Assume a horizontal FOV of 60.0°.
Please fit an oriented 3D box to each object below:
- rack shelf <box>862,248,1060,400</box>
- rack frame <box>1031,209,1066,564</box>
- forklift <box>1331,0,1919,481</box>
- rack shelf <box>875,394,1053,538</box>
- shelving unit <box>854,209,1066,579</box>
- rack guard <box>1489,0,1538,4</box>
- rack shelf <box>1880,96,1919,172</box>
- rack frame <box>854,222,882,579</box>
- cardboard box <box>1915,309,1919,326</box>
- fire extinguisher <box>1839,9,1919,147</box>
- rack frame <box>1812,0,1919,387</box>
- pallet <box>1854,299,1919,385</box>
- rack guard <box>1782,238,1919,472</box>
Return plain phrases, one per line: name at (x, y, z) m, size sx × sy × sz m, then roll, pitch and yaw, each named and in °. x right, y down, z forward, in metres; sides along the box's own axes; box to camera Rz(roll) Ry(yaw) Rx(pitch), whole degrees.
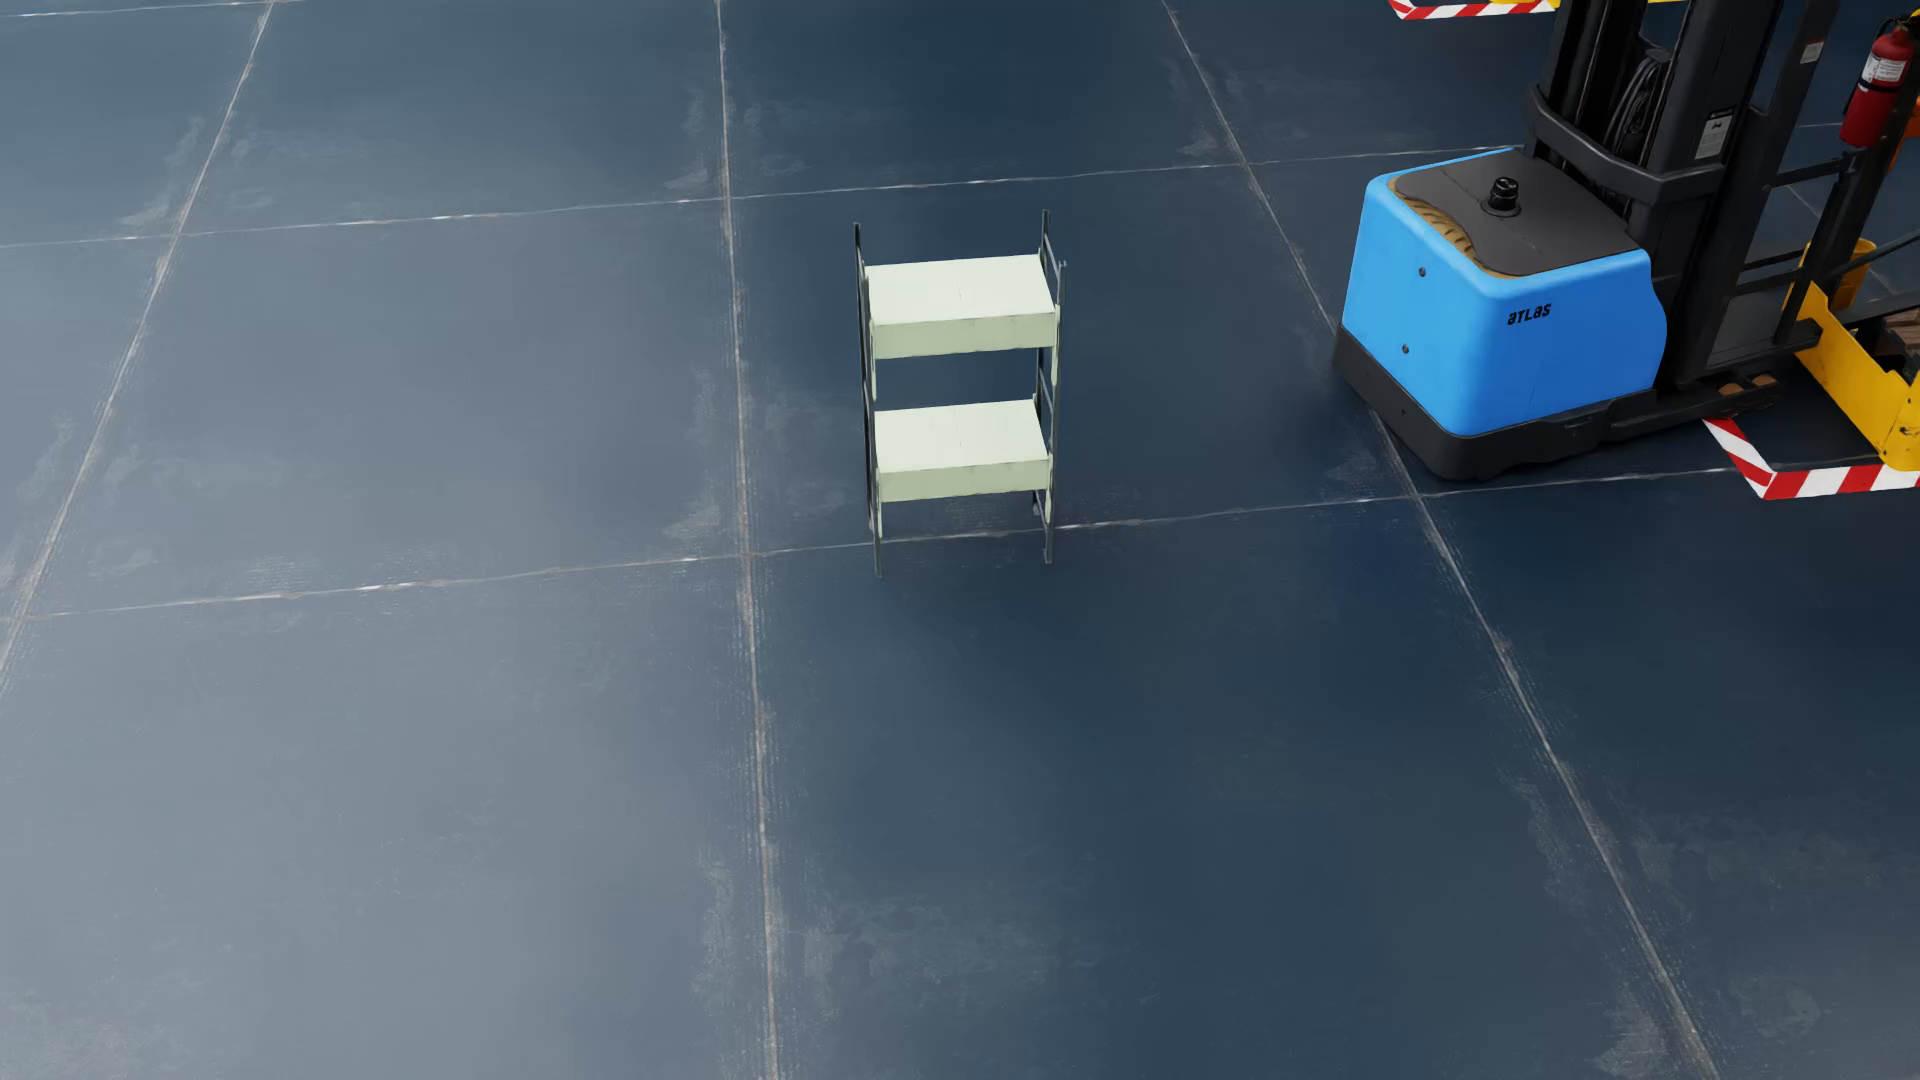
rack shelf at (-0.007, -0.846, 6.486) m, size 0.720 × 0.370 × 0.431 m, roll -5°, pitch 42°, yaw -6°
rack frame at (0.356, -0.588, 6.782) m, size 0.023 × 1.500 × 0.400 m, roll -5°, pitch 42°, yaw -6°
forklift at (3.378, -1.980, 7.256) m, size 3.031 × 2.935 × 1.130 m, roll -15°, pitch 44°, yaw -16°
rack shelf at (-0.007, -0.314, 6.965) m, size 0.720 × 0.370 × 0.431 m, roll -5°, pitch 42°, yaw -6°
shelving unit at (-0.007, -0.556, 6.747) m, size 0.755 × 1.500 × 0.431 m, roll -5°, pitch 42°, yaw -6°
rack guard at (3.706, -4.216, 11.551) m, size 0.348 × 0.500 × 1.175 m, roll -5°, pitch 42°, yaw -6°
rack shelf at (6.262, -1.724, 7.459) m, size 4.000 × 0.370 × 1.077 m, roll -5°, pitch 42°, yaw -6°
rack frame at (-0.370, -0.525, 6.712) m, size 0.023 × 1.500 × 0.400 m, roll -5°, pitch 42°, yaw -6°
cardboard box at (4.900, -1.088, 7.770) m, size 0.500 × 0.500 × 0.500 m, roll 2°, pitch 42°, yaw 2°
fire extinguisher at (4.106, -2.085, 7.380) m, size 0.183 × 0.674 × 0.296 m, roll -5°, pitch 42°, yaw -6°
rack frame at (4.279, -1.817, 7.025) m, size 0.127 × 3.000 × 1.000 m, roll -5°, pitch 42°, yaw -6°
pallet at (5.164, -0.836, 8.019) m, size 1.213 × 0.211 × 1.003 m, roll -5°, pitch 42°, yaw -6°
rack guard at (4.354, -0.896, 7.870) m, size 0.348 × 0.500 × 1.175 m, roll -5°, pitch 42°, yaw -6°
